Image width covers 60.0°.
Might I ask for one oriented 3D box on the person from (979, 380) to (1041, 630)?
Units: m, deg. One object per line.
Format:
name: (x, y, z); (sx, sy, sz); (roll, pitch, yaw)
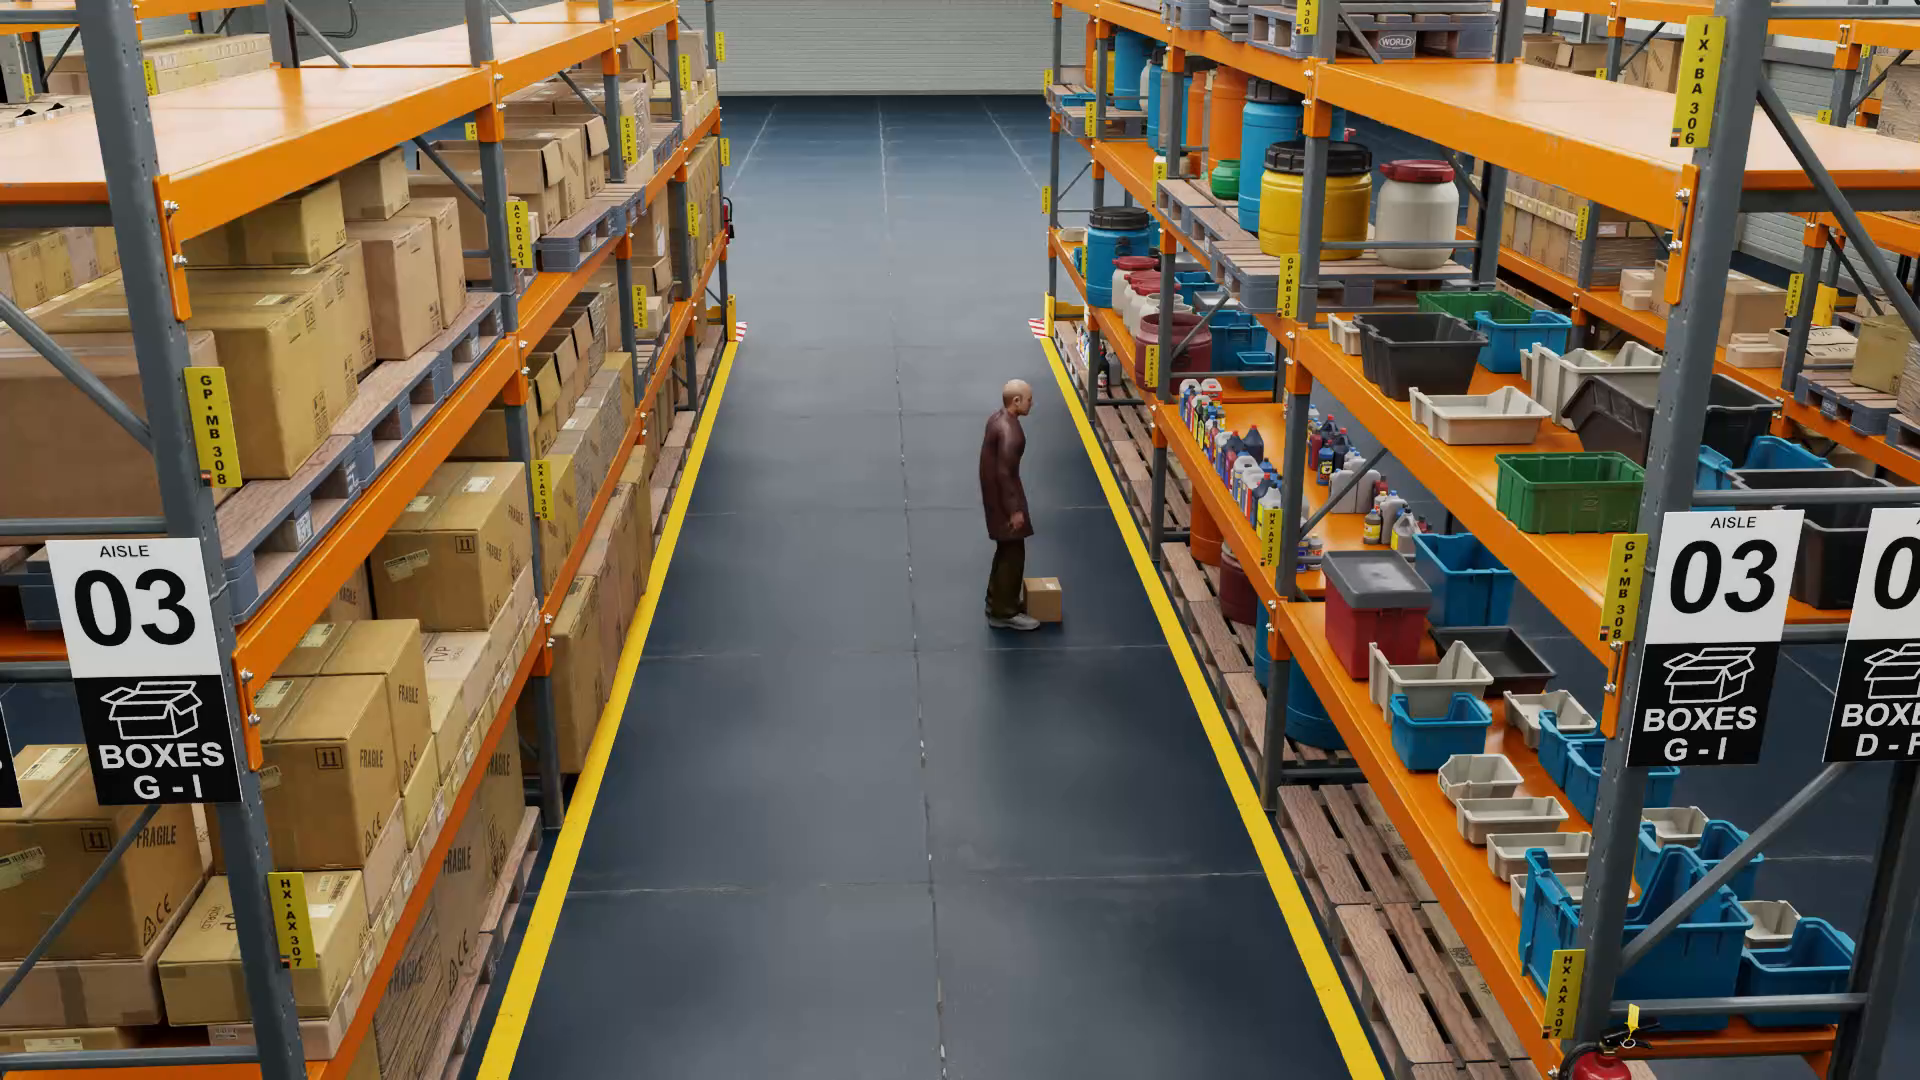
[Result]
person: (0.350, -0.271, 11.839); (0.428, 1.773, 0.641); (-1, 20, -3)
